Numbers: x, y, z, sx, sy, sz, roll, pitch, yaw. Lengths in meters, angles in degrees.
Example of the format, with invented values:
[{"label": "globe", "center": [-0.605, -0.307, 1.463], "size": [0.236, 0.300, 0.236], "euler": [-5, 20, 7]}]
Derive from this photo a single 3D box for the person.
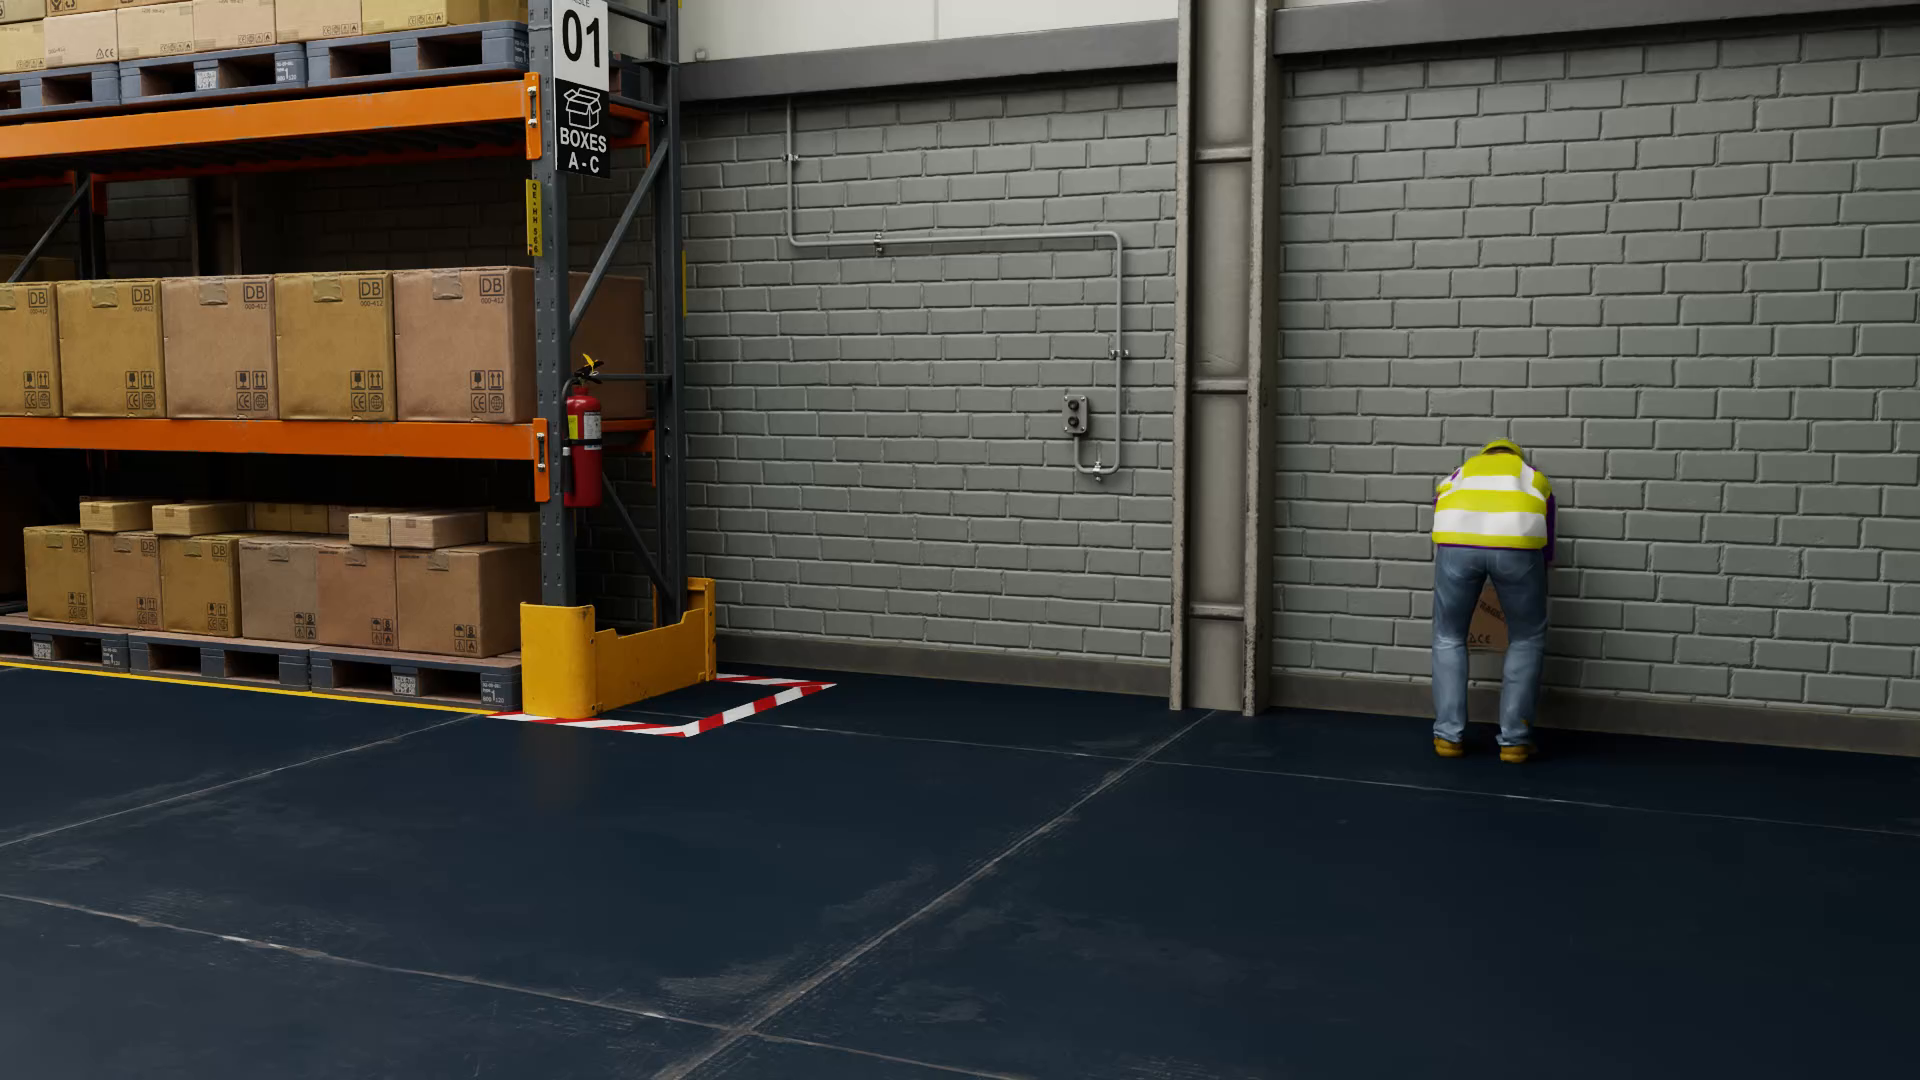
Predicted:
[{"label": "person", "center": [2.184, 0.220, 6.847], "size": [0.475, 1.242, 0.956], "euler": [2, 6, 22]}]
